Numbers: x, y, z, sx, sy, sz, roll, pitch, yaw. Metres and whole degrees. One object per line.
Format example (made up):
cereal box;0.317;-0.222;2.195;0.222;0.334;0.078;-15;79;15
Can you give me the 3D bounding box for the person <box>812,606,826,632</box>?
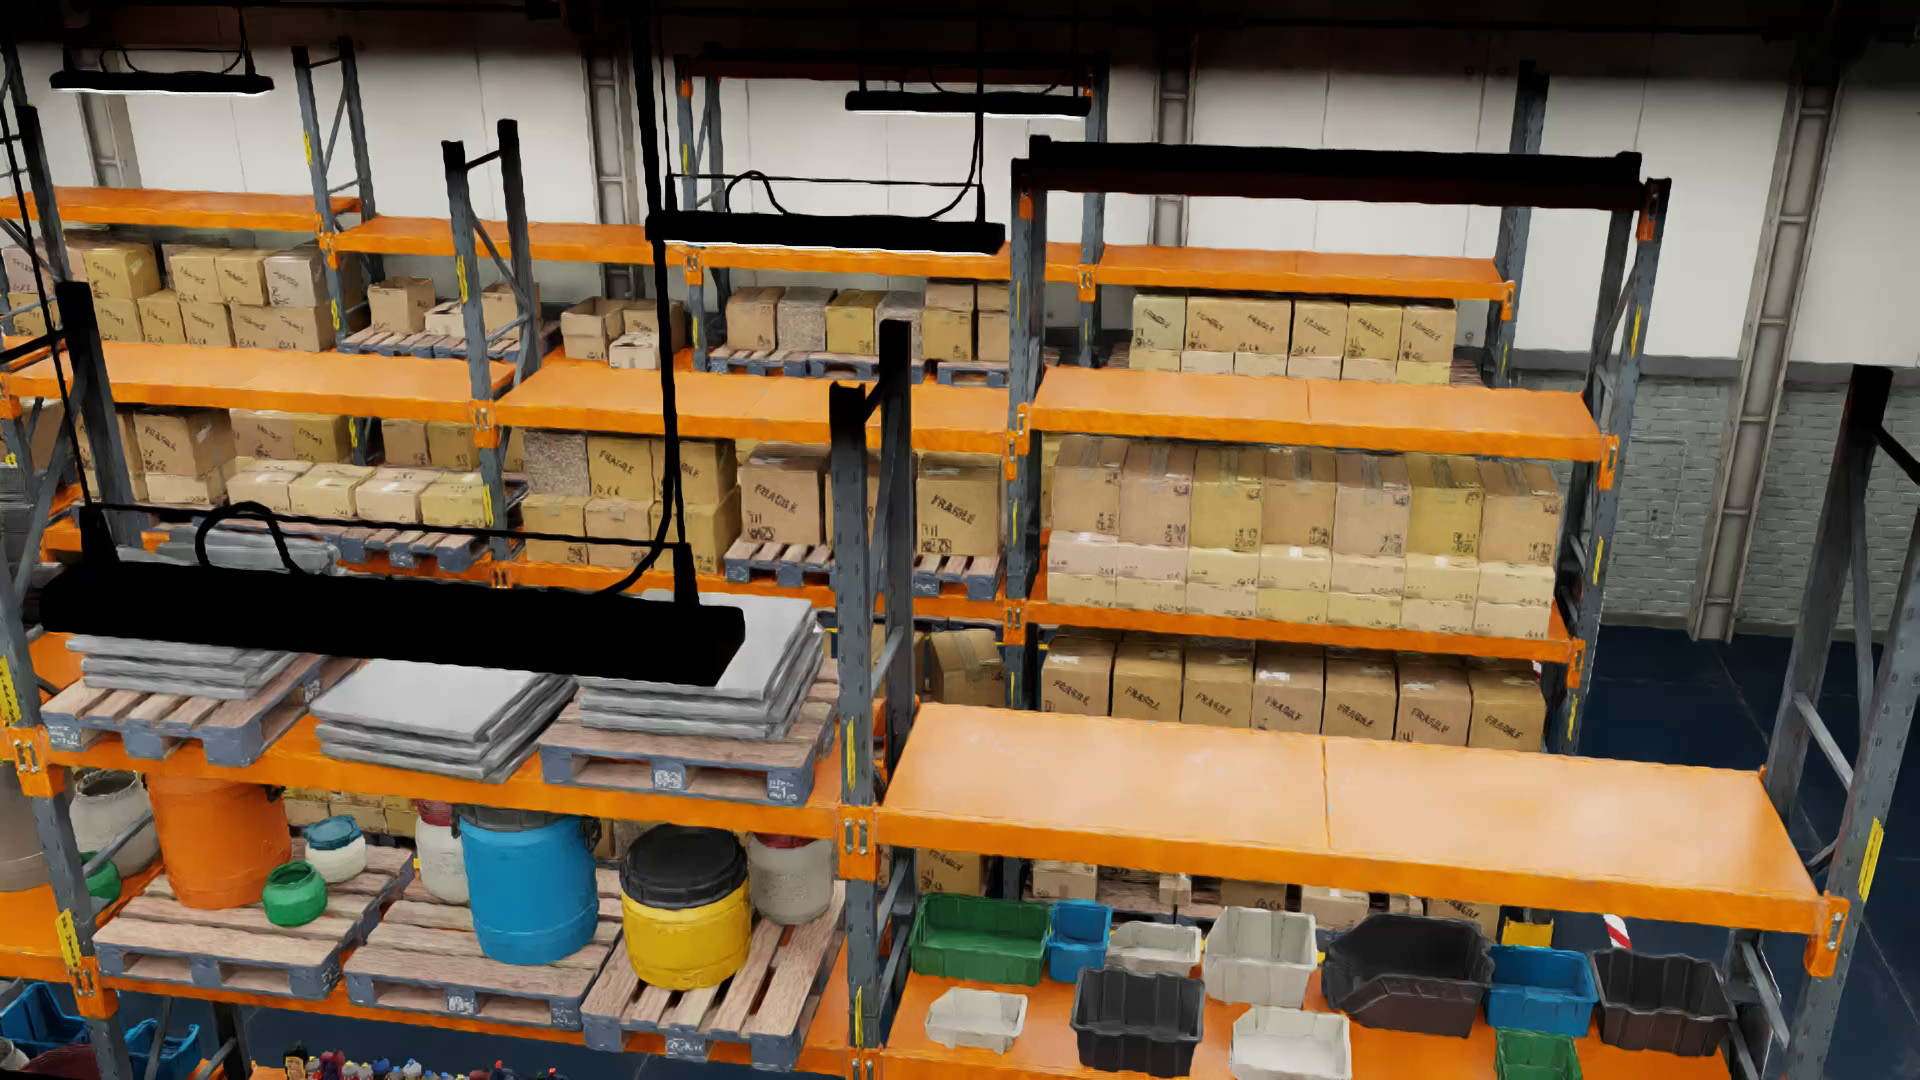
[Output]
person;-1.384;1.213;15.350;0.599;1.659;0.554;20;30;38
